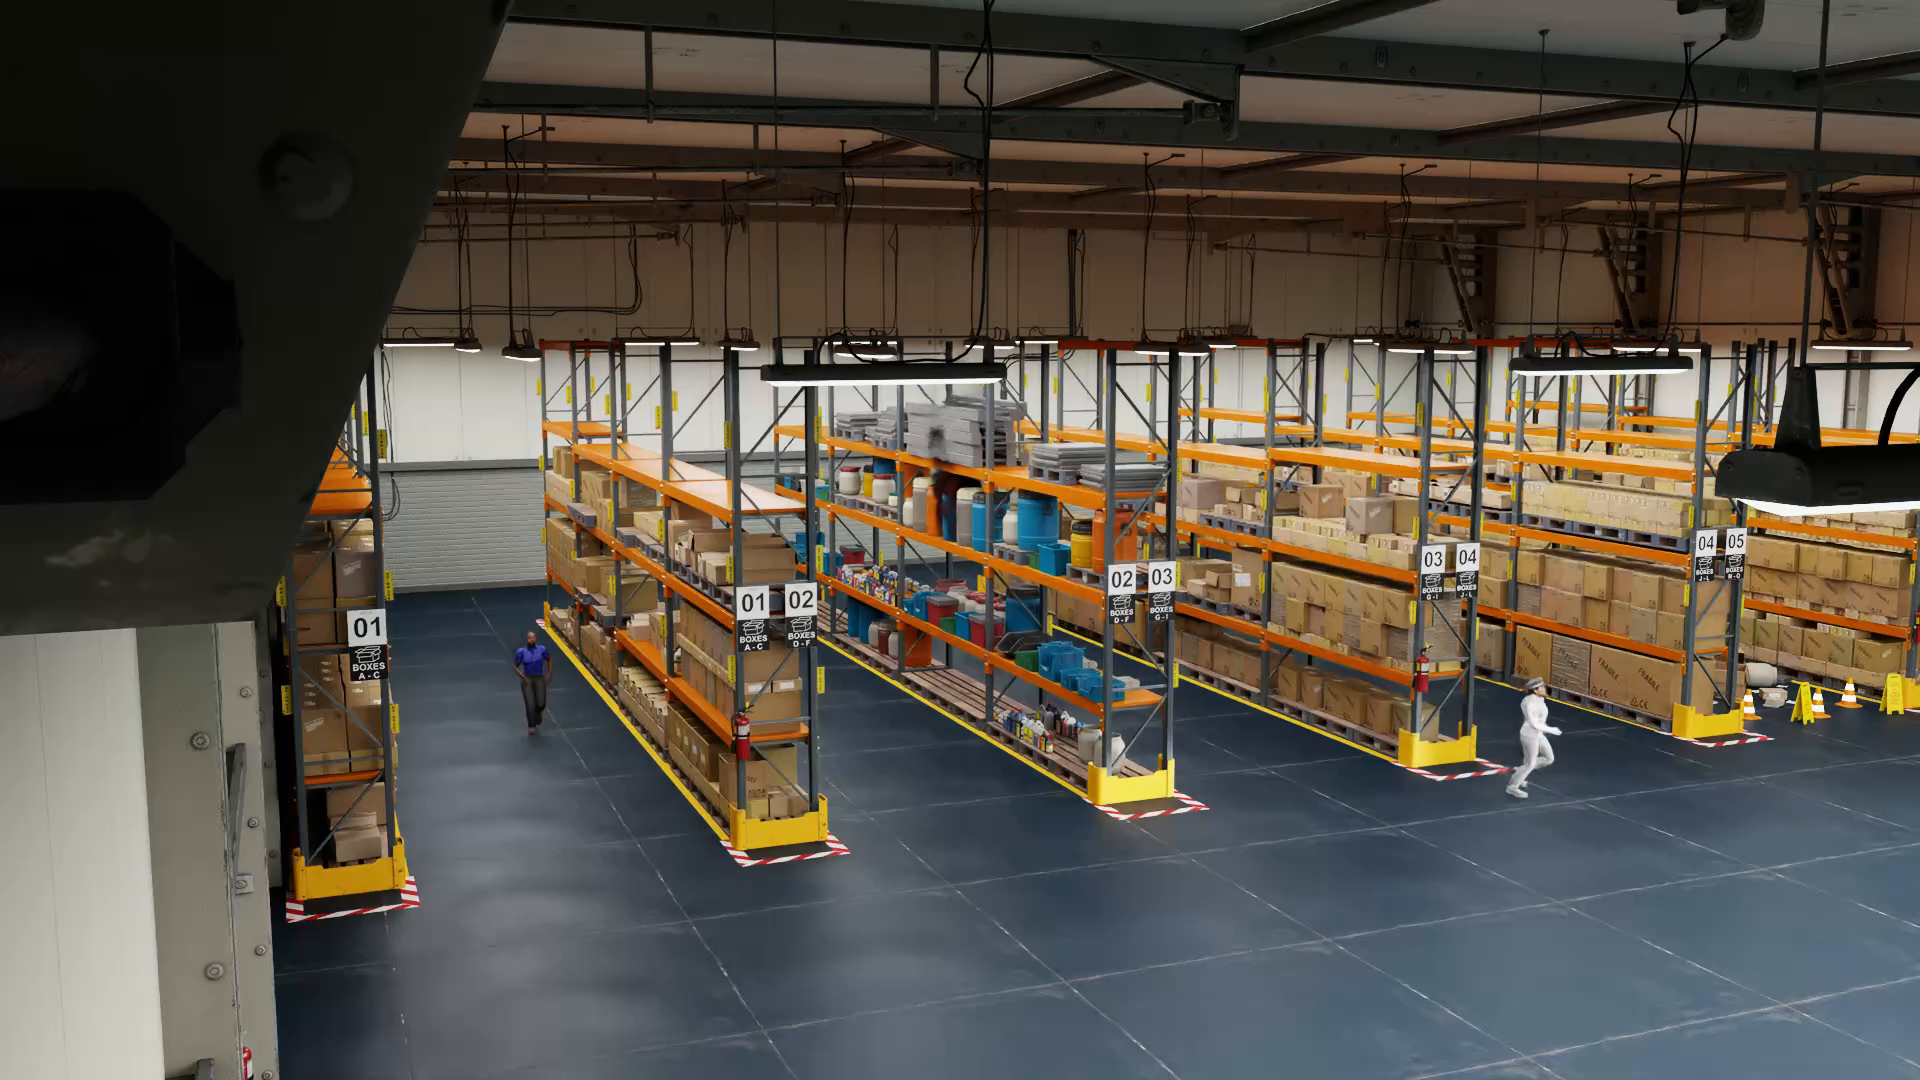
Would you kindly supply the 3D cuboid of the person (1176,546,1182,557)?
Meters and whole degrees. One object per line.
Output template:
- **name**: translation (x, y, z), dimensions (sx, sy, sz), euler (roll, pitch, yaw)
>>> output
- **person**: translation (4.462, 0.963, 34.782), dimensions (0.759, 1.728, 0.655), euler (-3, 8, -22)

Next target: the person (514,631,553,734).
- **person**: translation (-6.556, 2.207, 25.683), dimensions (0.606, 1.604, 0.546), euler (-3, 8, -24)

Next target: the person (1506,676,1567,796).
- **person**: translation (7.754, 2.616, 22.282), dimensions (0.739, 1.648, 0.633), euler (4, 8, 27)
